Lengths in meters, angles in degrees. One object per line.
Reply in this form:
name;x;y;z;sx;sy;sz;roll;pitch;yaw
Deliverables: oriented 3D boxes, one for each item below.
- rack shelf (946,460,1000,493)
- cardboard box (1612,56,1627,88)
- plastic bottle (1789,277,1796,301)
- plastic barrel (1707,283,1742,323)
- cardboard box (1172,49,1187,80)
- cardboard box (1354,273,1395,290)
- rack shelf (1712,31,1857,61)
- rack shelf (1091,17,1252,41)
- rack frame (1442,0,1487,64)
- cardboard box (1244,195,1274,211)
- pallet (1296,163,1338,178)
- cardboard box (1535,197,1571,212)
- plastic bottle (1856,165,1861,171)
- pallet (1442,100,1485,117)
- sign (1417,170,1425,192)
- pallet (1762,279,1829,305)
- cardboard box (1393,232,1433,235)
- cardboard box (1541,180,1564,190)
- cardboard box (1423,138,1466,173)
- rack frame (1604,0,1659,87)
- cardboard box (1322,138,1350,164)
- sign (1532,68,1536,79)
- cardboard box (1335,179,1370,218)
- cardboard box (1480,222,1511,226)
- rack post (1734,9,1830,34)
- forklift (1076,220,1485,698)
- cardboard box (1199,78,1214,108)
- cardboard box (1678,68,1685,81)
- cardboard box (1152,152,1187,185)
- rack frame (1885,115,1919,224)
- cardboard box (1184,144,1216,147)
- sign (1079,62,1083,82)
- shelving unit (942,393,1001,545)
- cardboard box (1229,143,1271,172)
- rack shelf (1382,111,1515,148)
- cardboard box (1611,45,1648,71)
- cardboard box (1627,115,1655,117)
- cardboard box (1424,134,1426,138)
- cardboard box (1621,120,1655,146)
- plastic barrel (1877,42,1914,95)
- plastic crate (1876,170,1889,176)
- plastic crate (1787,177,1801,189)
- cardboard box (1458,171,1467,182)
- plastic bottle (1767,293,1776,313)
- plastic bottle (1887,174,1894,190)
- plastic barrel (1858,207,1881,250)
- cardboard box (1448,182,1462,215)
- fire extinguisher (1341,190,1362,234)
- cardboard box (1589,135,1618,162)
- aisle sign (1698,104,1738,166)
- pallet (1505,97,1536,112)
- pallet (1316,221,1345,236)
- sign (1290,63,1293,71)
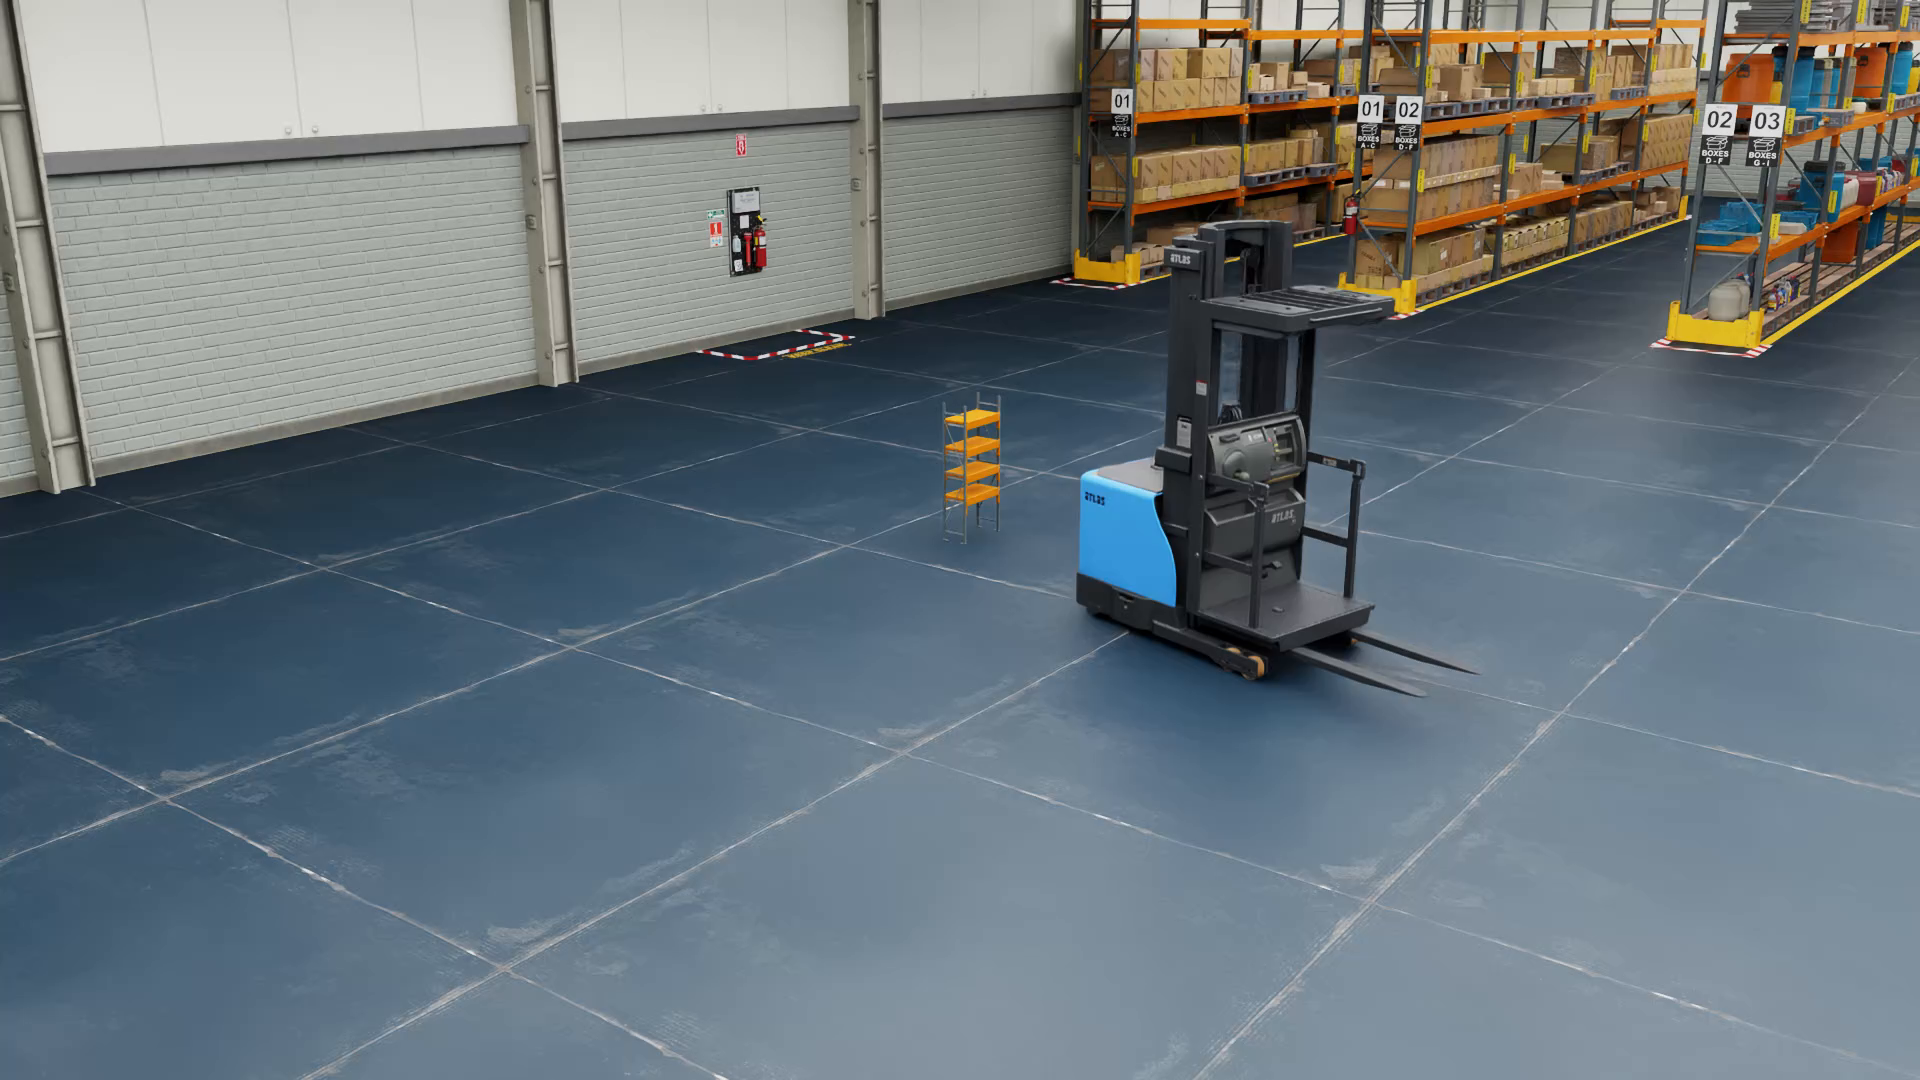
rack shelf;0.099;-0.548;14.213;0.258;0.148;0.480;12;21;35
cardboard box;12.876;-9.348;33.184;0.600;0.600;0.600;12;21;34
plastic bottle;12.558;-3.803;25.156;0.144;0.351;0.185;11;20;32
plastic barrel;10.772;-3.338;23.421;0.421;0.512;0.421;0;17;0
cardboard box;3.545;-8.156;28.505;0.500;0.500;0.500;13;22;36
cardboard box;6.548;-4.099;26.312;0.500;0.250;0.500;12;21;35
rack shelf;11.633;-6.962;23.376;1.077;0.370;4.000;12;21;35
rack shelf;3.677;-8.902;28.955;1.077;0.370;4.000;12;21;35
rack frame;12.018;-12.582;39.585;1.000;3.000;0.127;12;21;35
cardboard box;5.860;-6.641;32.780;0.500;0.250;0.500;12;21;33
pallet;6.913;-7.531;33.760;1.213;0.211;1.003;12;21;35
cardboard box;11.631;-6.589;32.614;0.500;0.250;0.500;13;22;37
plastic bottle;17.097;-6.953;31.660;0.144;0.351;0.185;12;21;35
pallet;7.634;-6.877;26.423;1.003;0.211;1.213;12;21;35
sign;6.908;-5.383;24.927;0.100;0.325;0.005;12;21;35
pallet;13.262;-3.970;26.672;1.003;0.211;1.213;12;21;35
cardboard box;7.429;-4.817;27.360;0.500;0.500;0.500;12;21;35
cardboard box;10.918;-6.554;30.713;0.380;0.149;0.250;12;21;35
cardboard box;7.693;-6.186;26.749;0.700;0.500;0.500;12;21;35
rack frame;13.616;-10.754;33.701;1.000;3.000;0.127;12;21;35
cardboard box;7.747;-8.081;34.504;0.500;0.500;0.500;13;22;36
sign;10.798;-8.712;31.312;0.100;0.325;0.005;12;21;35
cardboard box;8.322;-7.344;35.753;0.750;0.750;0.750;12;21;34
cardboard box;9.767;-5.649;30.359;0.500;0.311;0.500;12;21;34
rack post;10.994;-6.939;22.258;0.937;0.300;0.954;15;23;40
forklift;2.187;-0.622;11.305;1.130;2.935;3.031;-13;22;-37
cardboard box;4.155;-7.927;29.453;0.500;0.500;0.500;11;21;33
cardboard box;15.299;-10.037;35.858;0.500;0.250;0.500;12;21;35
cardboard box;3.626;-6.500;29.072;0.500;0.500;0.500;12;21;33
rack frame;19.975;-7.966;34.837;1.000;3.000;0.127;12;21;35
cardboard box;4.421;-7.079;30.938;0.500;0.500;0.500;12;21;33
sign;2.051;-7.864;27.958;0.100;0.325;0.005;12;21;35
shelving unit;0.099;-0.612;14.193;0.258;1.200;0.503;12;21;35
cardboard box;5.538;-7.363;31.986;0.700;0.500;0.500;15;23;40
rack shelf;7.657;-6.596;26.583;1.077;0.370;4.000;12;21;35
cardboard box;13.875;-9.970;34.378;0.700;0.500;0.500;12;21;35
cardboard box;14.915;-9.064;36.519;0.500;0.500;0.500;13;21;35
cardboard box;9.971;-9.033;37.769;0.980;0.700;0.700;13;21;36
cardboard box;14.122;-8.477;34.629;0.500;0.500;0.500;13;22;36
plastic barrel;16.697;-8.452;29.792;0.600;0.901;0.708;12;21;35
plastic crate;18.043;-7.224;32.813;0.437;0.125;0.590;12;21;35
plastic crate;14.000;-5.760;27.627;0.402;0.464;0.583;12;21;35
cardboard box;7.945;-5.873;26.835;0.380;0.149;0.250;13;22;36
plastic bottle;11.772;-3.439;24.118;0.097;0.271;0.097;0;17;0
plastic bottle;17.098;-6.596;30.635;0.152;0.276;0.135;12;21;35
plastic barrel;16.832;-5.916;31.068;0.600;0.901;0.708;12;21;35
cardboard box;7.674;-5.557;26.912;0.700;0.500;0.500;13;22;36
fire extinguisher;6.022;-5.048;25.572;0.296;0.674;0.183;12;21;35
cardboard box;13.154;-8.064;34.278;0.700;0.500;0.500;5;18;16
aisle sign;10.160;-5.432;22.294;0.394;0.787;0.004;12;21;35
pallet;9.364;-7.537;28.723;0.805;0.209;1.217;11;21;33
pallet;7.782;-6.654;35.314;1.003;0.211;1.213;12;21;35
sign;6.811;-9.628;34.128;0.100;0.325;0.005;12;21;35
